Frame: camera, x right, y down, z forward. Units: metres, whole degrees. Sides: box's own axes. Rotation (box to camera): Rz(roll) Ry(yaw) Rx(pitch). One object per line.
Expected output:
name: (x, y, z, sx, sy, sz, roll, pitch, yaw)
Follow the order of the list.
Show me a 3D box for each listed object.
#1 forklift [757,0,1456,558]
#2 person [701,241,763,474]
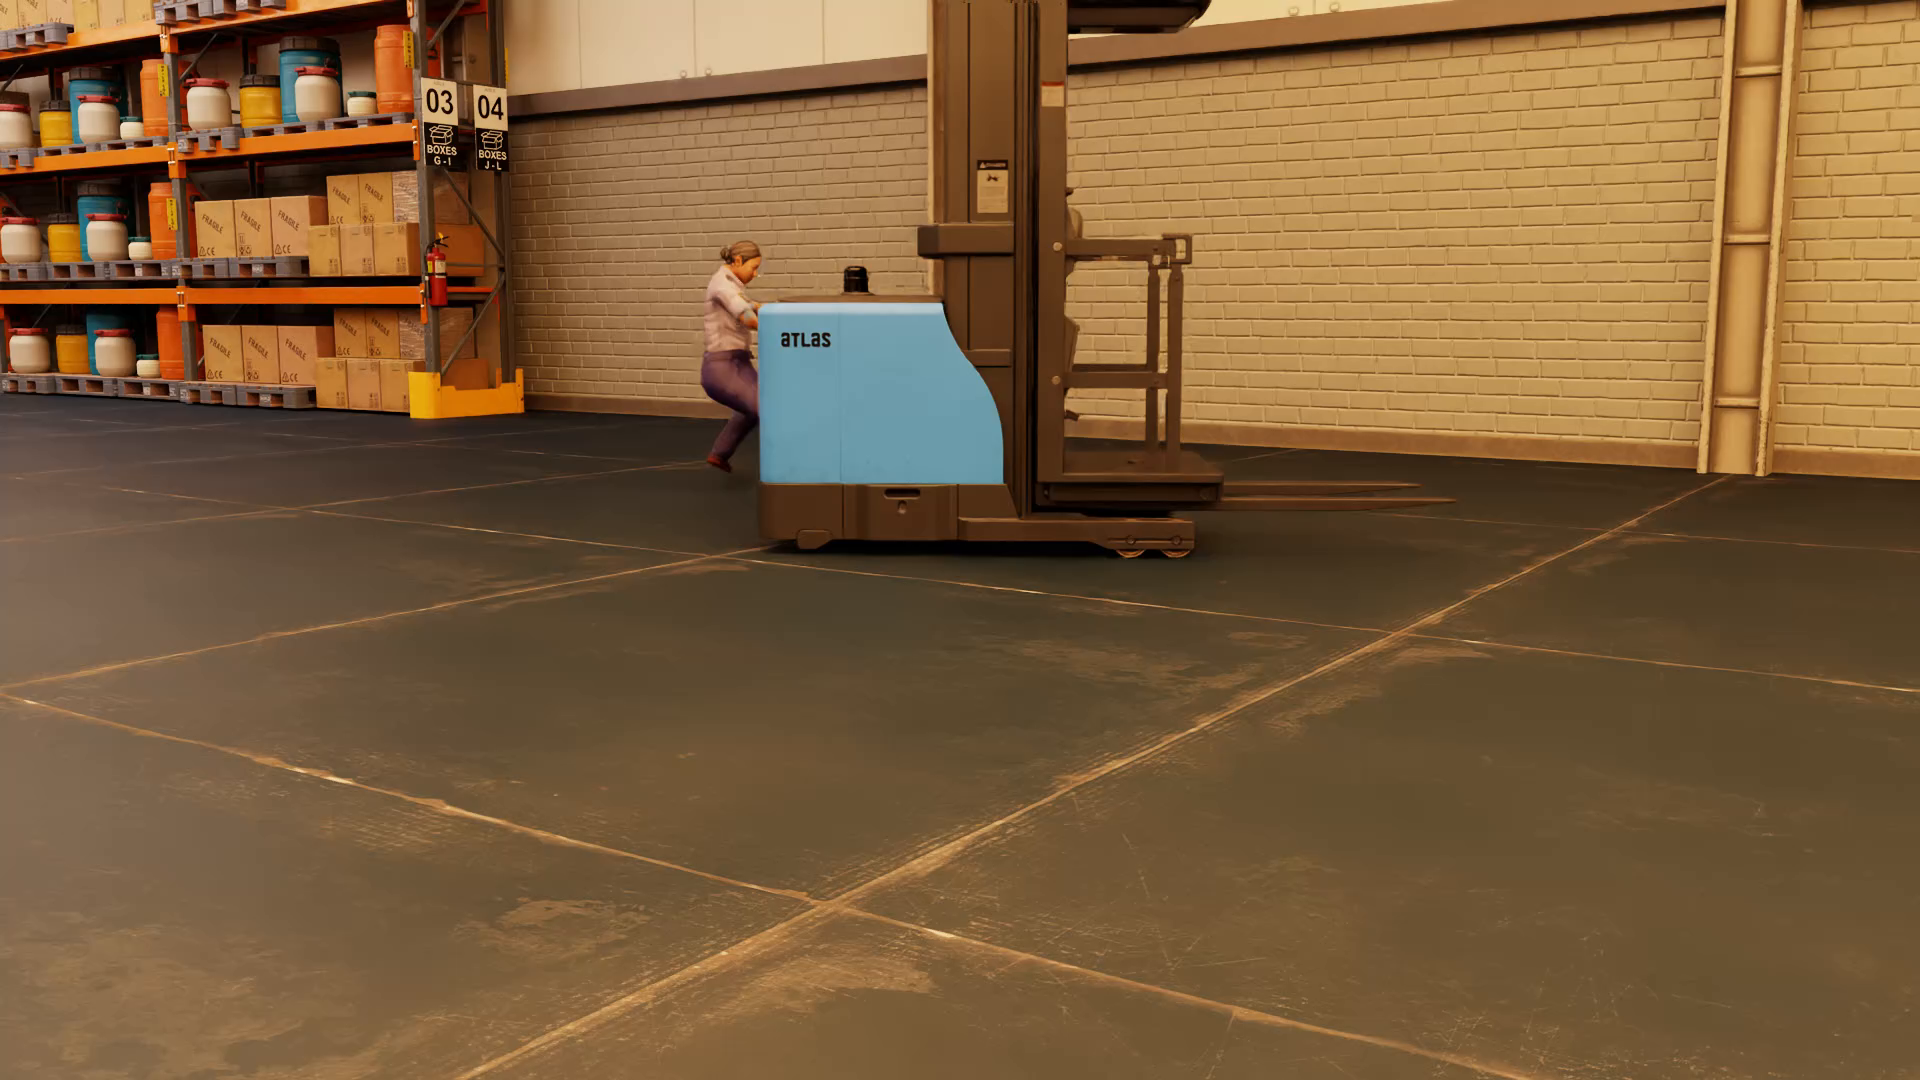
forklift: (0.647, -1.451, 7.395, 3.031, 2.935, 1.130, 0, 8, 1)
person: (-1.199, -1.027, 9.749, 0.630, 1.431, 1.225, -2, 8, -11)
